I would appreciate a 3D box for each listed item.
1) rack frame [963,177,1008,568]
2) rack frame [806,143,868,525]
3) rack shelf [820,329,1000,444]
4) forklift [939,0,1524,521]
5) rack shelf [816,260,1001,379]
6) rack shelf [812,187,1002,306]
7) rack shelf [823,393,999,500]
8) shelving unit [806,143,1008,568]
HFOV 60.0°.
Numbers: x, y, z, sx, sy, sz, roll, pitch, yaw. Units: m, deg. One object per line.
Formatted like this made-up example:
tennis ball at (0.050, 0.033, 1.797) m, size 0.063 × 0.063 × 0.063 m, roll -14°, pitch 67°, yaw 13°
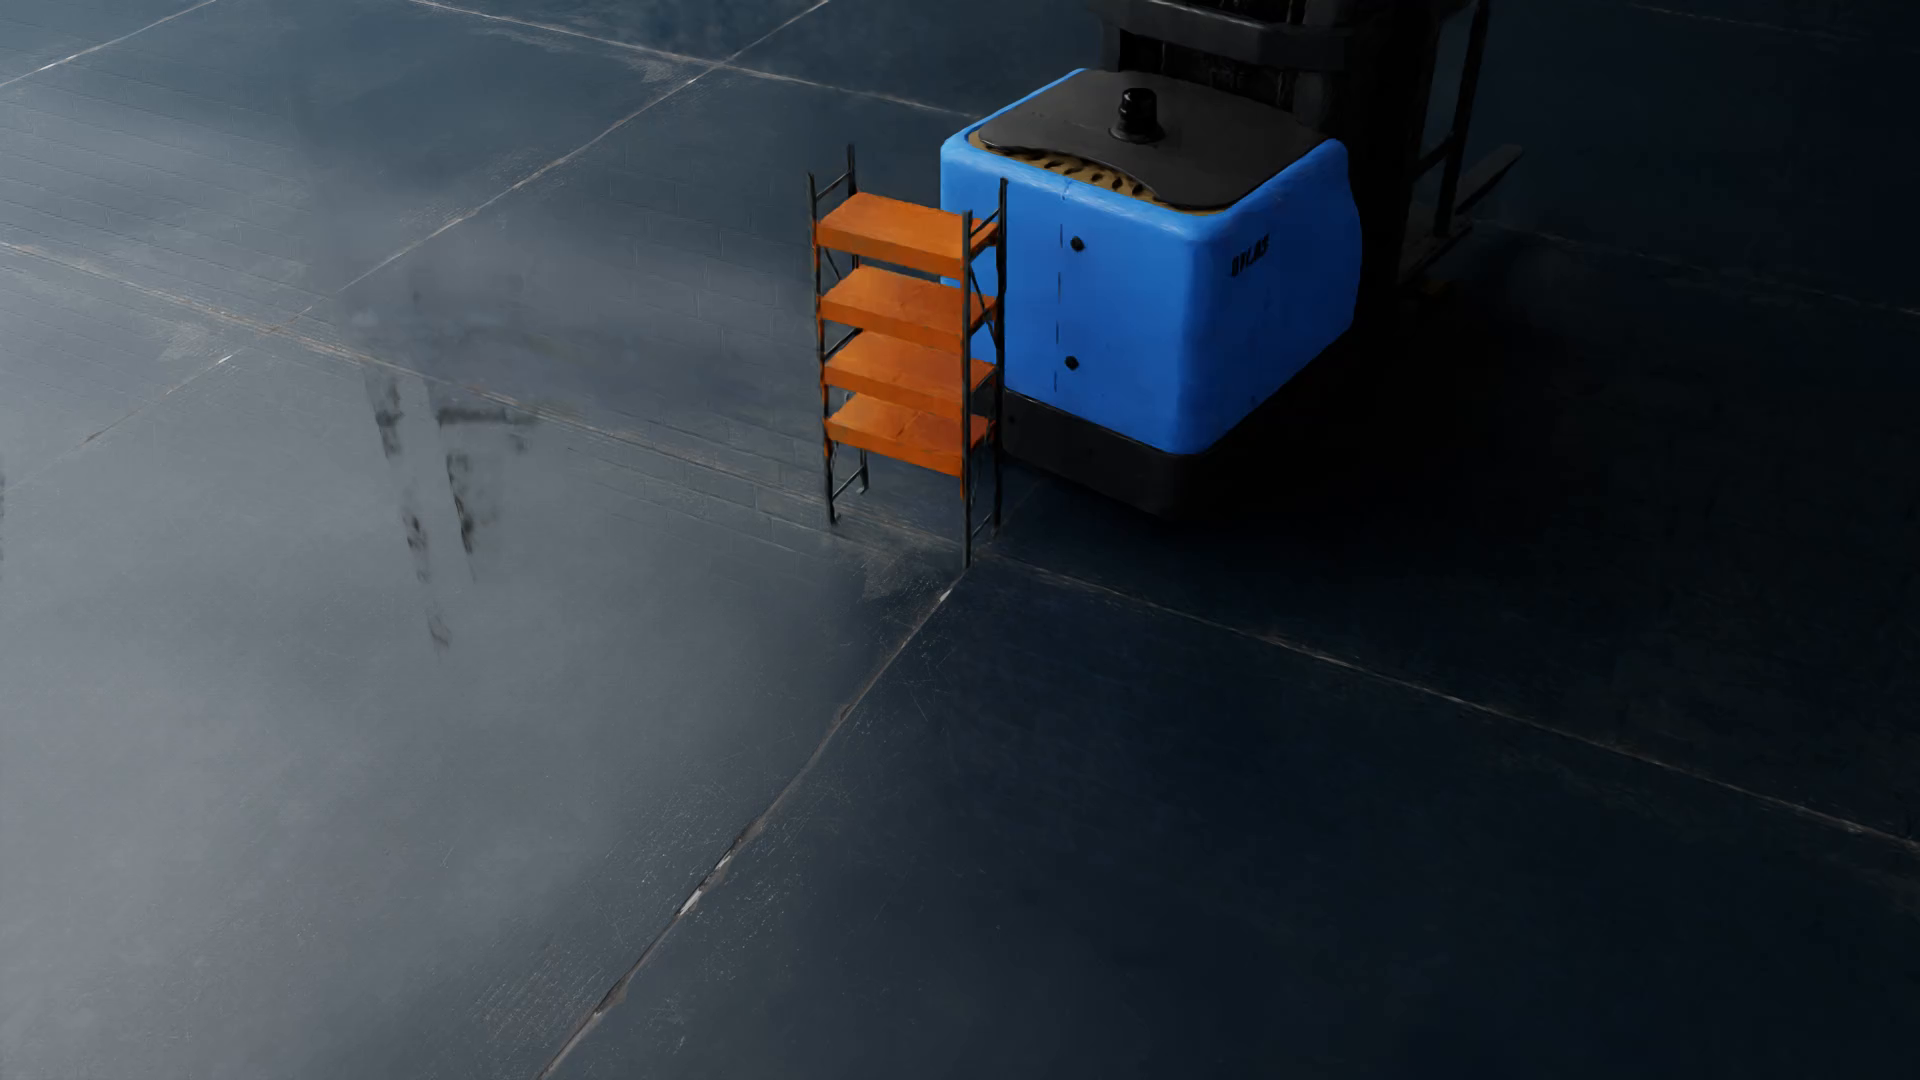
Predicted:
rack frame at (0.070, -0.456, 4.858) m, size 0.015 × 1.200 × 0.240 m, roll 17°, pitch 41°, yaw 21°
rack frame at (-0.364, -0.592, 5.037) m, size 0.015 × 1.200 × 0.240 m, roll 17°, pitch 41°, yaw 21°
rack shelf at (-0.147, -0.470, 4.989) m, size 0.480 × 0.148 × 0.258 m, roll 17°, pitch 41°, yaw 21°
forklift at (1.218, -2.060, 5.540) m, size 1.130 × 2.935 × 3.031 m, roll 25°, pitch 44°, yaw 29°
rack shelf at (-0.147, -0.649, 4.853) m, size 0.480 × 0.148 × 0.258 m, roll 17°, pitch 41°, yaw 21°
rack shelf at (-0.147, -0.837, 4.710) m, size 0.480 × 0.148 × 0.258 m, roll 17°, pitch 41°, yaw 21°
rack shelf at (-0.147, -0.312, 5.109) m, size 0.480 × 0.148 × 0.258 m, roll 17°, pitch 41°, yaw 21°
shelving unit at (-0.147, -0.524, 4.948) m, size 0.503 × 1.200 × 0.258 m, roll 17°, pitch 41°, yaw 21°
